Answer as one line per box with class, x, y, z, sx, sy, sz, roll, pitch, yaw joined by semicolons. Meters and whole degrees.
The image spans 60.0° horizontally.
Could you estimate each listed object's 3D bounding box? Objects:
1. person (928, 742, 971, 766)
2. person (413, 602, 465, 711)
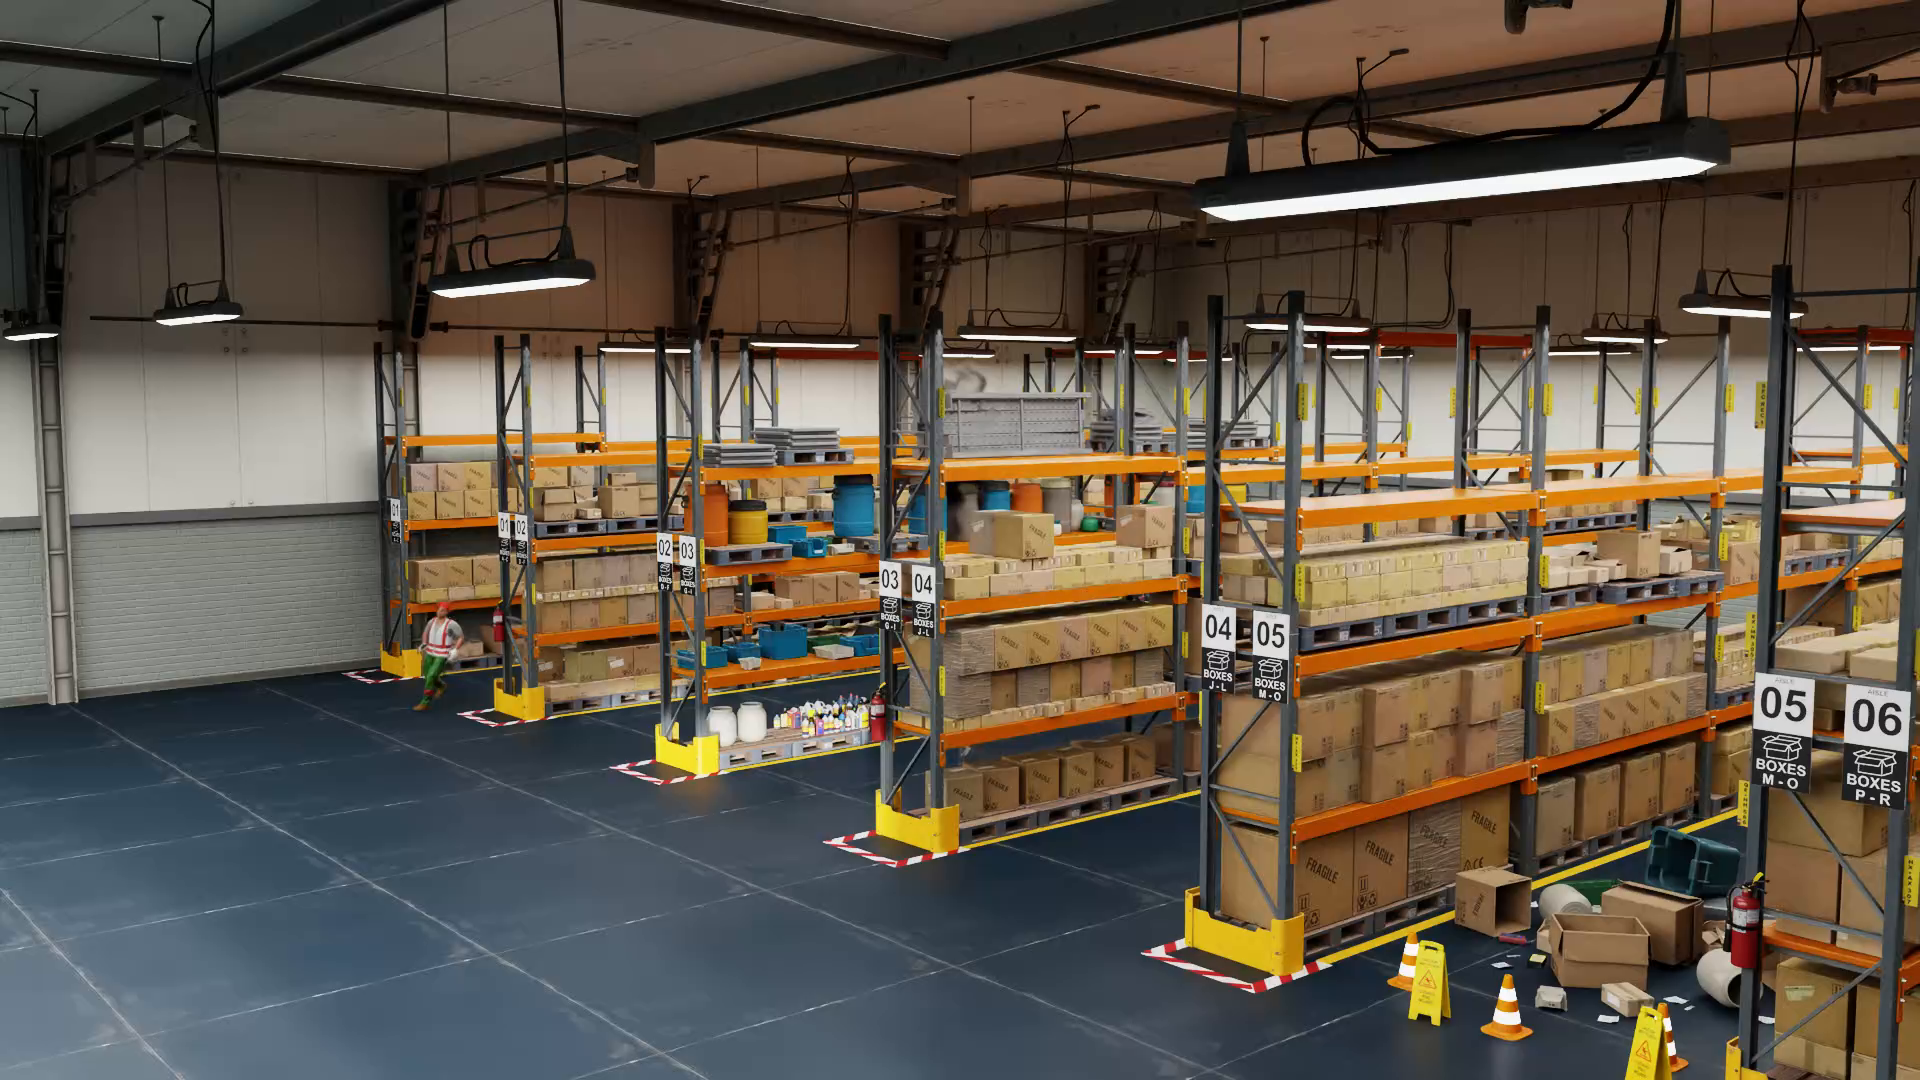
person;-0.165;2.129;21.559;0.663;1.732;0.743;4;7;38
person;-8.386;1.856;26.820;0.718;1.735;0.864;2;5;18
